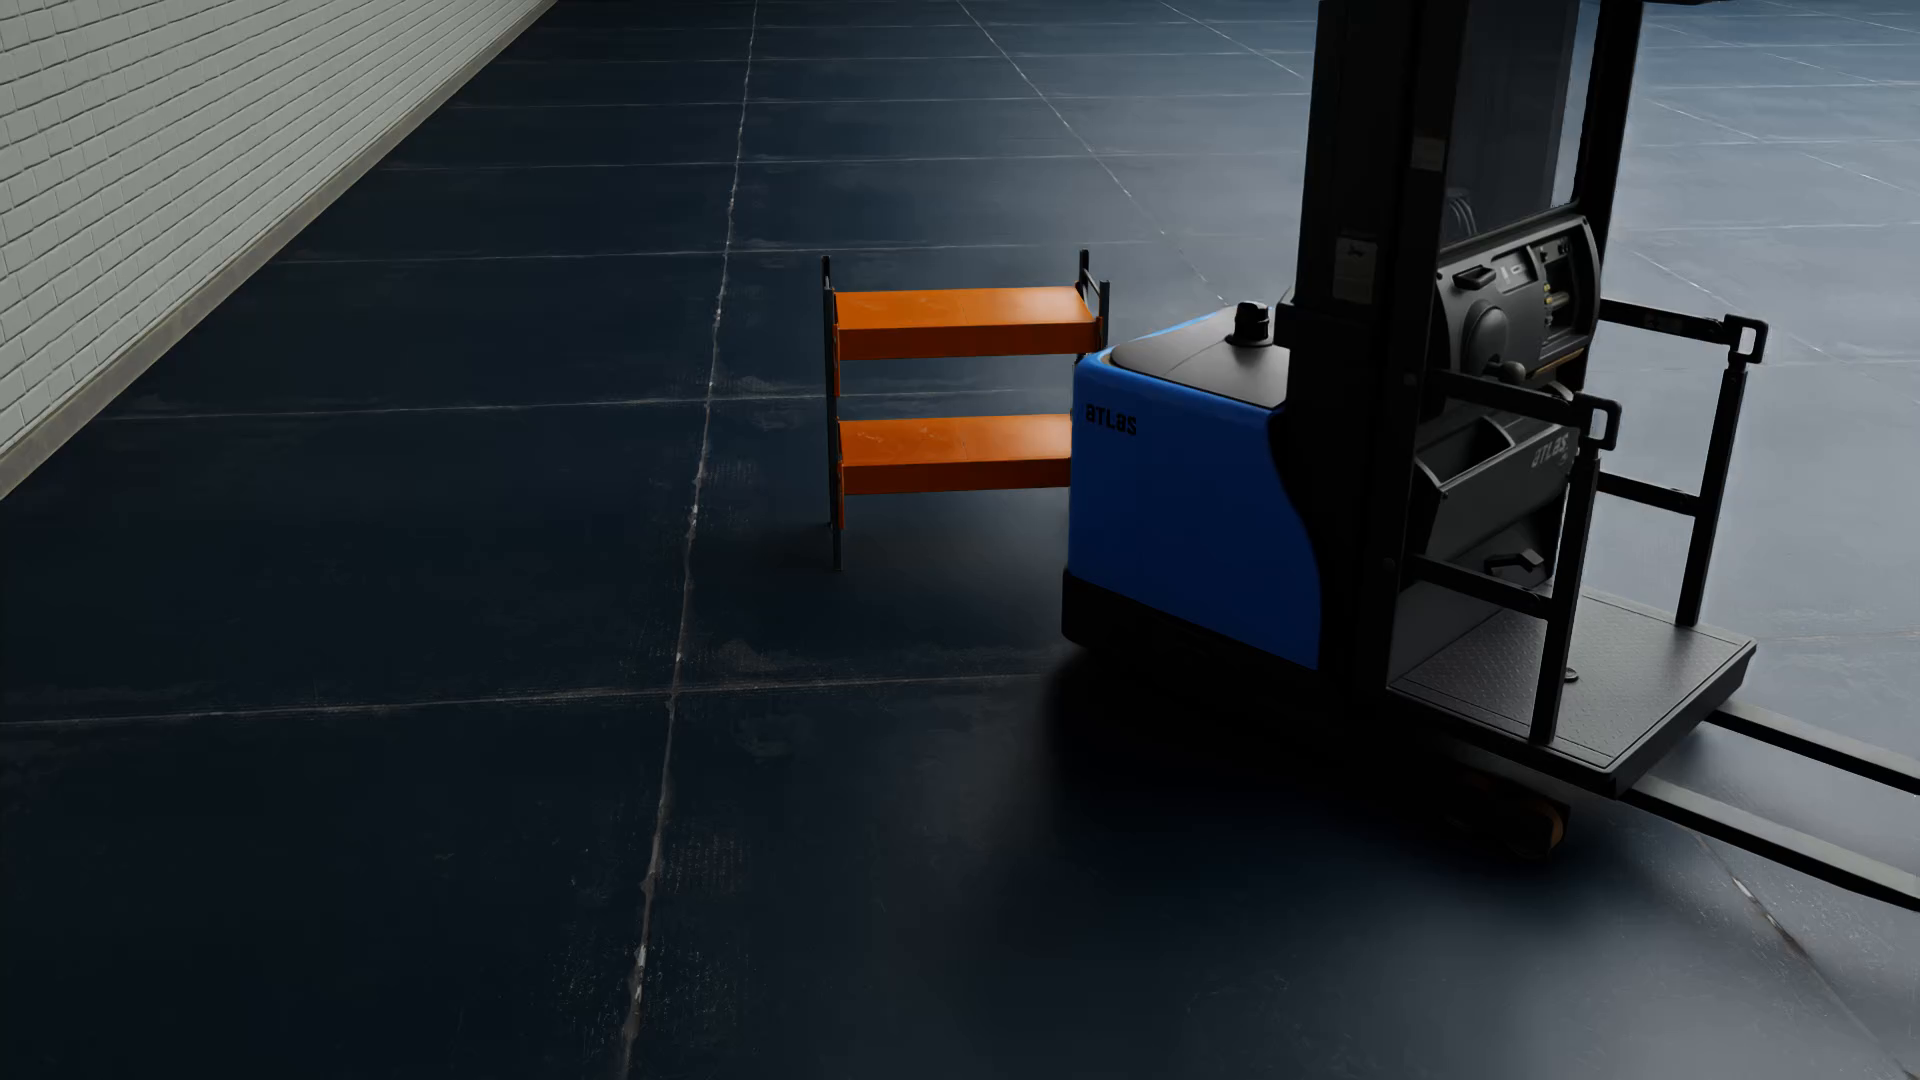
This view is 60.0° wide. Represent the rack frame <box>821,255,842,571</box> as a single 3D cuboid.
[{"bbox_3d":[-0.499,-0.494,6.476,0.032,1.125,0.500,-2,24,-5],"label":"rack frame"}]

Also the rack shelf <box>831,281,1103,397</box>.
[{"bbox_3d":[0.007,-0.782,6.403,1.000,0.278,0.538,-2,24,-5],"label":"rack shelf"}]

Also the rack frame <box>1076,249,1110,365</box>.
[{"bbox_3d":[0.513,-0.535,6.568,0.032,1.125,0.500,-2,24,-5],"label":"rack frame"}]

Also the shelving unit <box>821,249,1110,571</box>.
[{"bbox_3d":[0.007,-0.514,6.522,1.048,1.125,0.538,-2,24,-5],"label":"shelving unit"}]

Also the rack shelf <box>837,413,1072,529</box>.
[{"bbox_3d":[0.007,-0.291,6.621,1.000,0.278,0.538,-2,24,-5],"label":"rack shelf"}]

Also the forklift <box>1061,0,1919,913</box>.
[{"bbox_3d":[1.767,-0.676,4.663,3.031,2.935,1.130,21,32,39],"label":"forklift"}]
